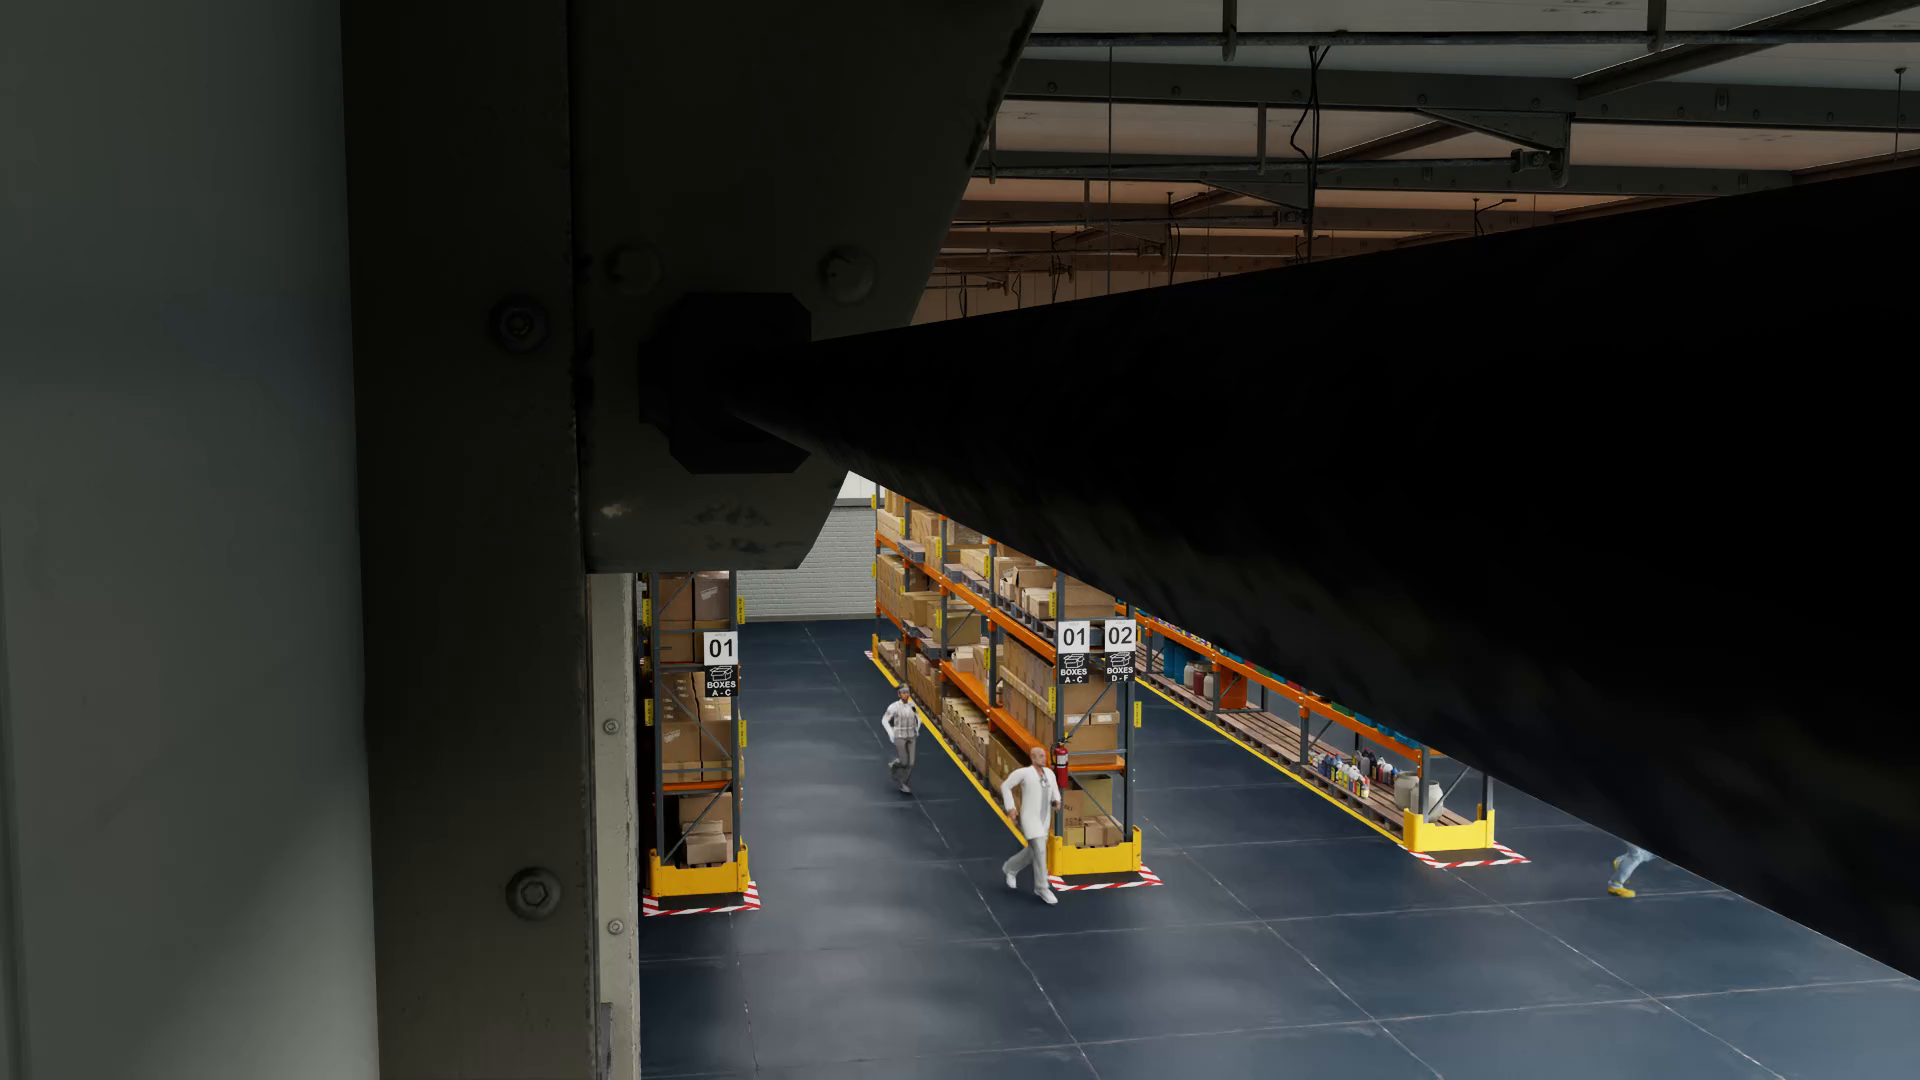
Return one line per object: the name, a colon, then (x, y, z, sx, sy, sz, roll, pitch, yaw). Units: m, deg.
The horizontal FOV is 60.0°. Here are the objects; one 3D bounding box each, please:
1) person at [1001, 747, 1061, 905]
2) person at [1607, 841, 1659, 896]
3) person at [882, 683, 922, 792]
person: (0.938, 3.390, 20.062, 0.729, 1.767, 0.980, -5, 8, -42)
person: (8.195, 3.422, 20.022, 0.669, 1.719, 0.732, 2, 6, 22)
person: (-0.836, 2.955, 24.941, 0.614, 1.649, 0.553, -3, 7, -26)
